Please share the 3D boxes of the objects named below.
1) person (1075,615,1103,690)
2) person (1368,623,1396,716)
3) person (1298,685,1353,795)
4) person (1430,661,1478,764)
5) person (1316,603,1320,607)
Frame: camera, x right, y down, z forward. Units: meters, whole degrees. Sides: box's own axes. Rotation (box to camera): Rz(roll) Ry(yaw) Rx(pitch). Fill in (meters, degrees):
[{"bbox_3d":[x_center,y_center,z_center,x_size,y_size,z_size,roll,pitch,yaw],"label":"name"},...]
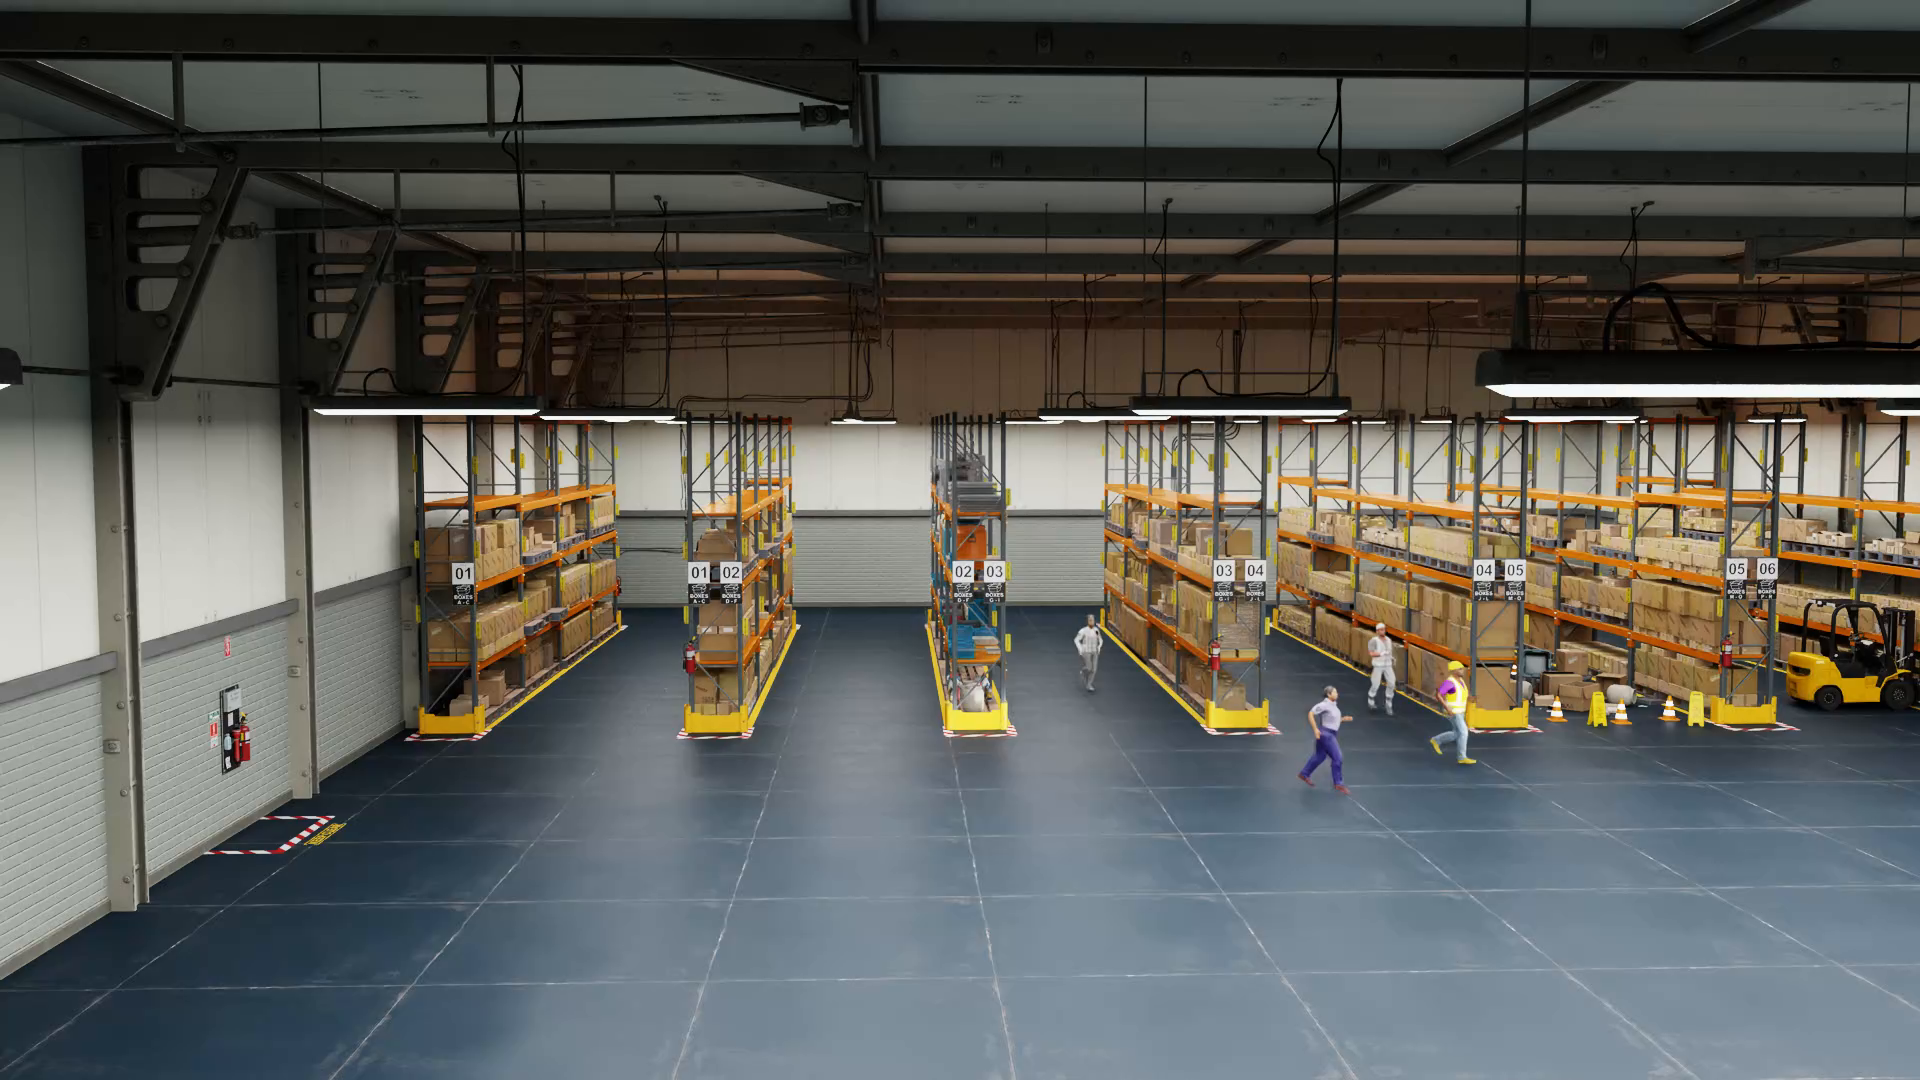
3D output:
[{"bbox_3d":[2.832,2.445,36.214,0.618,1.647,0.550,-1,4,-16],"label":"person"},{"bbox_3d":[8.427,2.569,33.196,0.643,1.845,0.774,-1,4,-13],"label":"person"},{"bbox_3d":[5.734,3.125,26.062,0.826,1.678,0.580,1,4,21],"label":"person"},{"bbox_3d":[8.401,2.921,28.290,0.797,1.742,0.705,3,5,36],"label":"person"},{"bbox_3d":[10.384,1.544,48.810,0.566,1.713,0.712,4,5,44],"label":"person"}]
